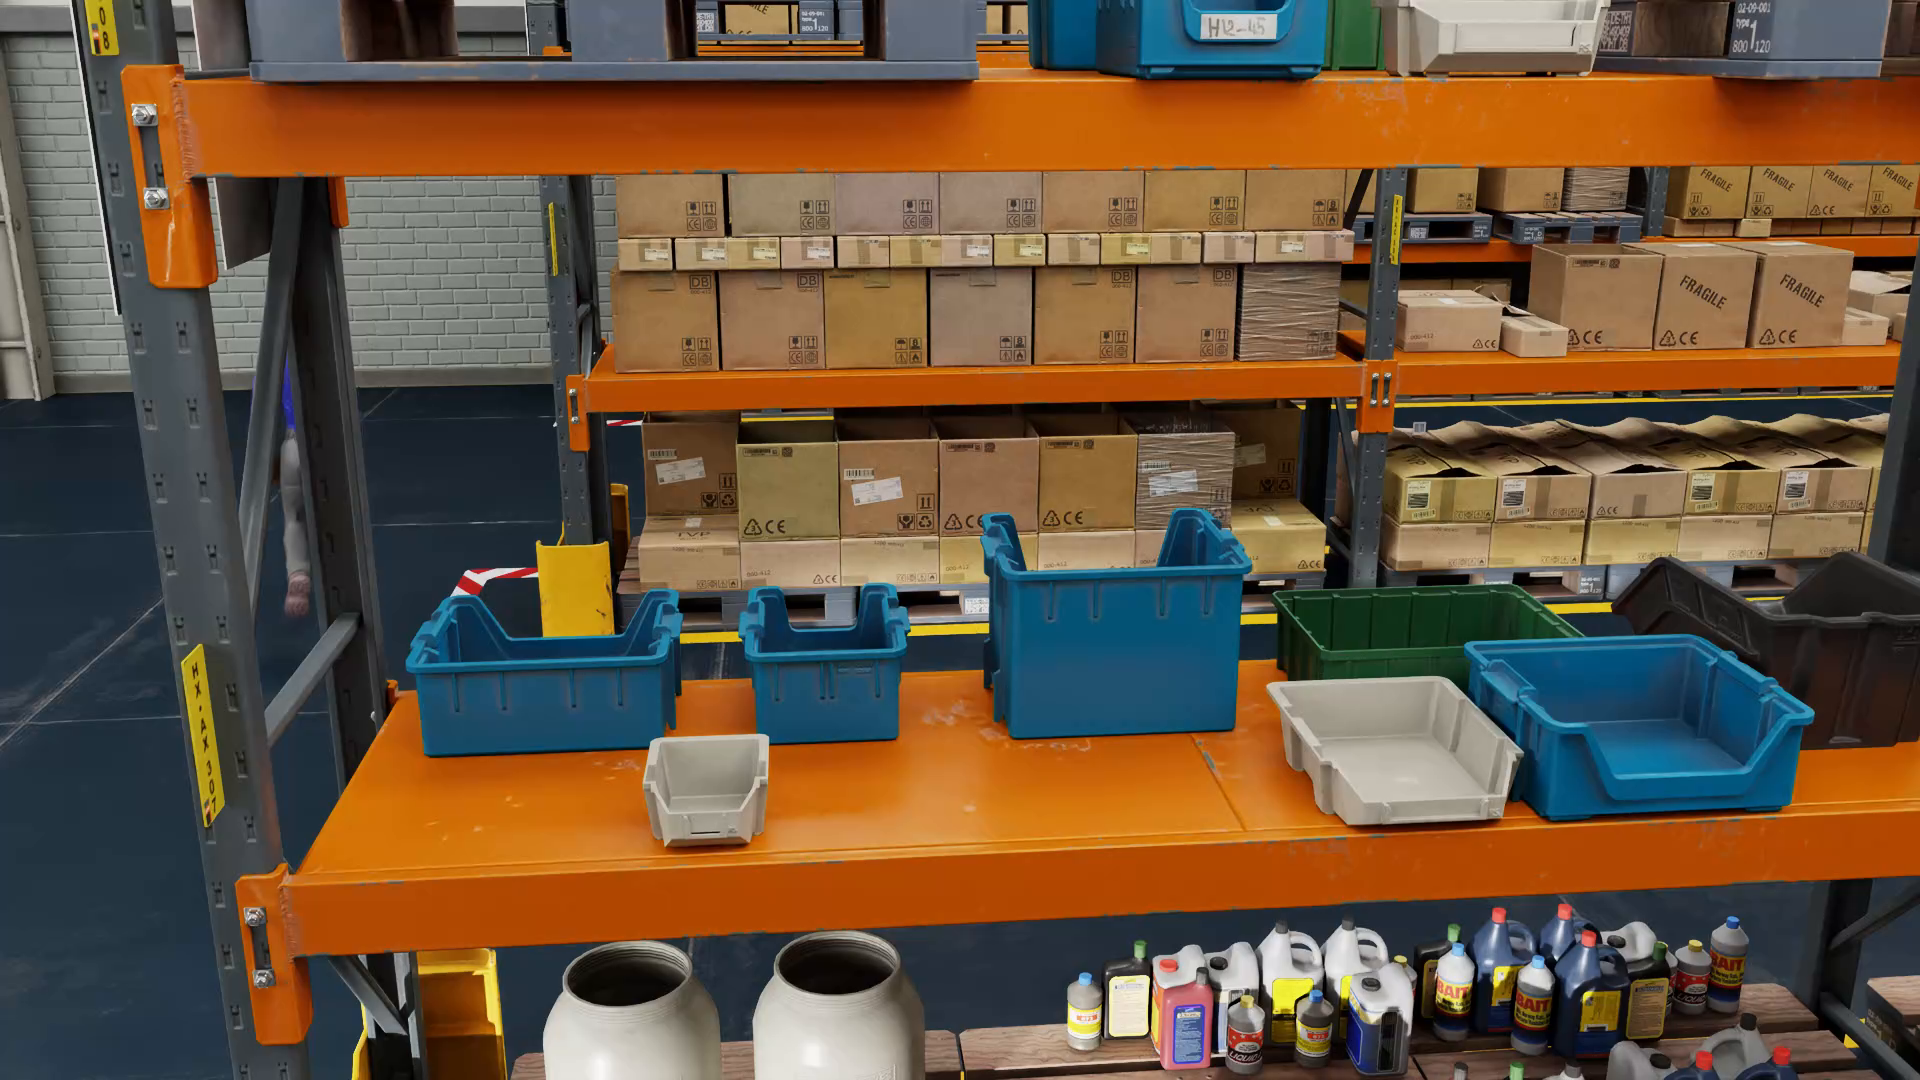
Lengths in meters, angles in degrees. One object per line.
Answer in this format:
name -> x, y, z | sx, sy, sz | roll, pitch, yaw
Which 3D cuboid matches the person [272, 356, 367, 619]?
person -> -3.218, -0.389, 8.304 | 0.481, 1.643, 0.677 | -4, 17, -14
